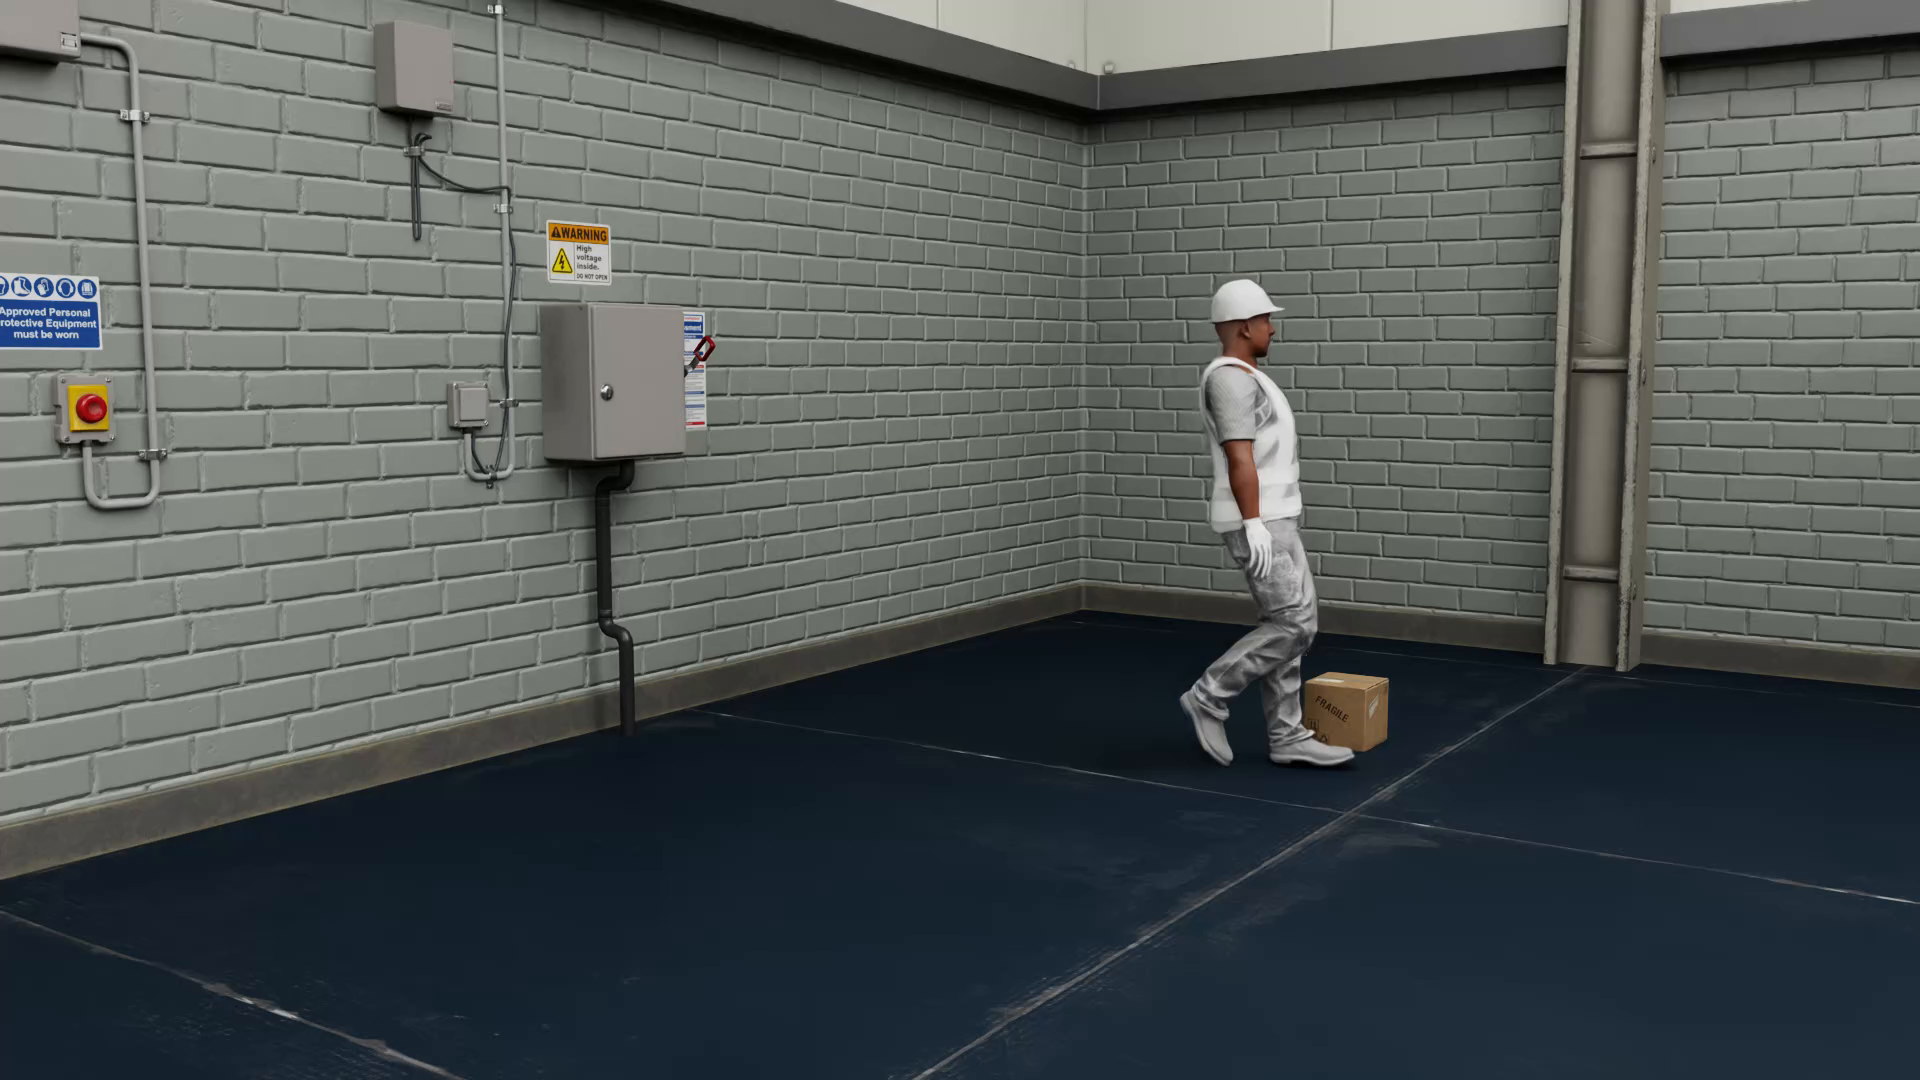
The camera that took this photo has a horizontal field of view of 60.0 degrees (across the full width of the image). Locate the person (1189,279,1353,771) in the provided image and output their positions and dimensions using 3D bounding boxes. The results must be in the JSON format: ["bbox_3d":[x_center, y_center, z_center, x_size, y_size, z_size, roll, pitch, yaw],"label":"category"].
[{"bbox_3d":[1.150,-0.056,6.056,0.595,1.775,0.595,1,6,12],"label":"person"}]
